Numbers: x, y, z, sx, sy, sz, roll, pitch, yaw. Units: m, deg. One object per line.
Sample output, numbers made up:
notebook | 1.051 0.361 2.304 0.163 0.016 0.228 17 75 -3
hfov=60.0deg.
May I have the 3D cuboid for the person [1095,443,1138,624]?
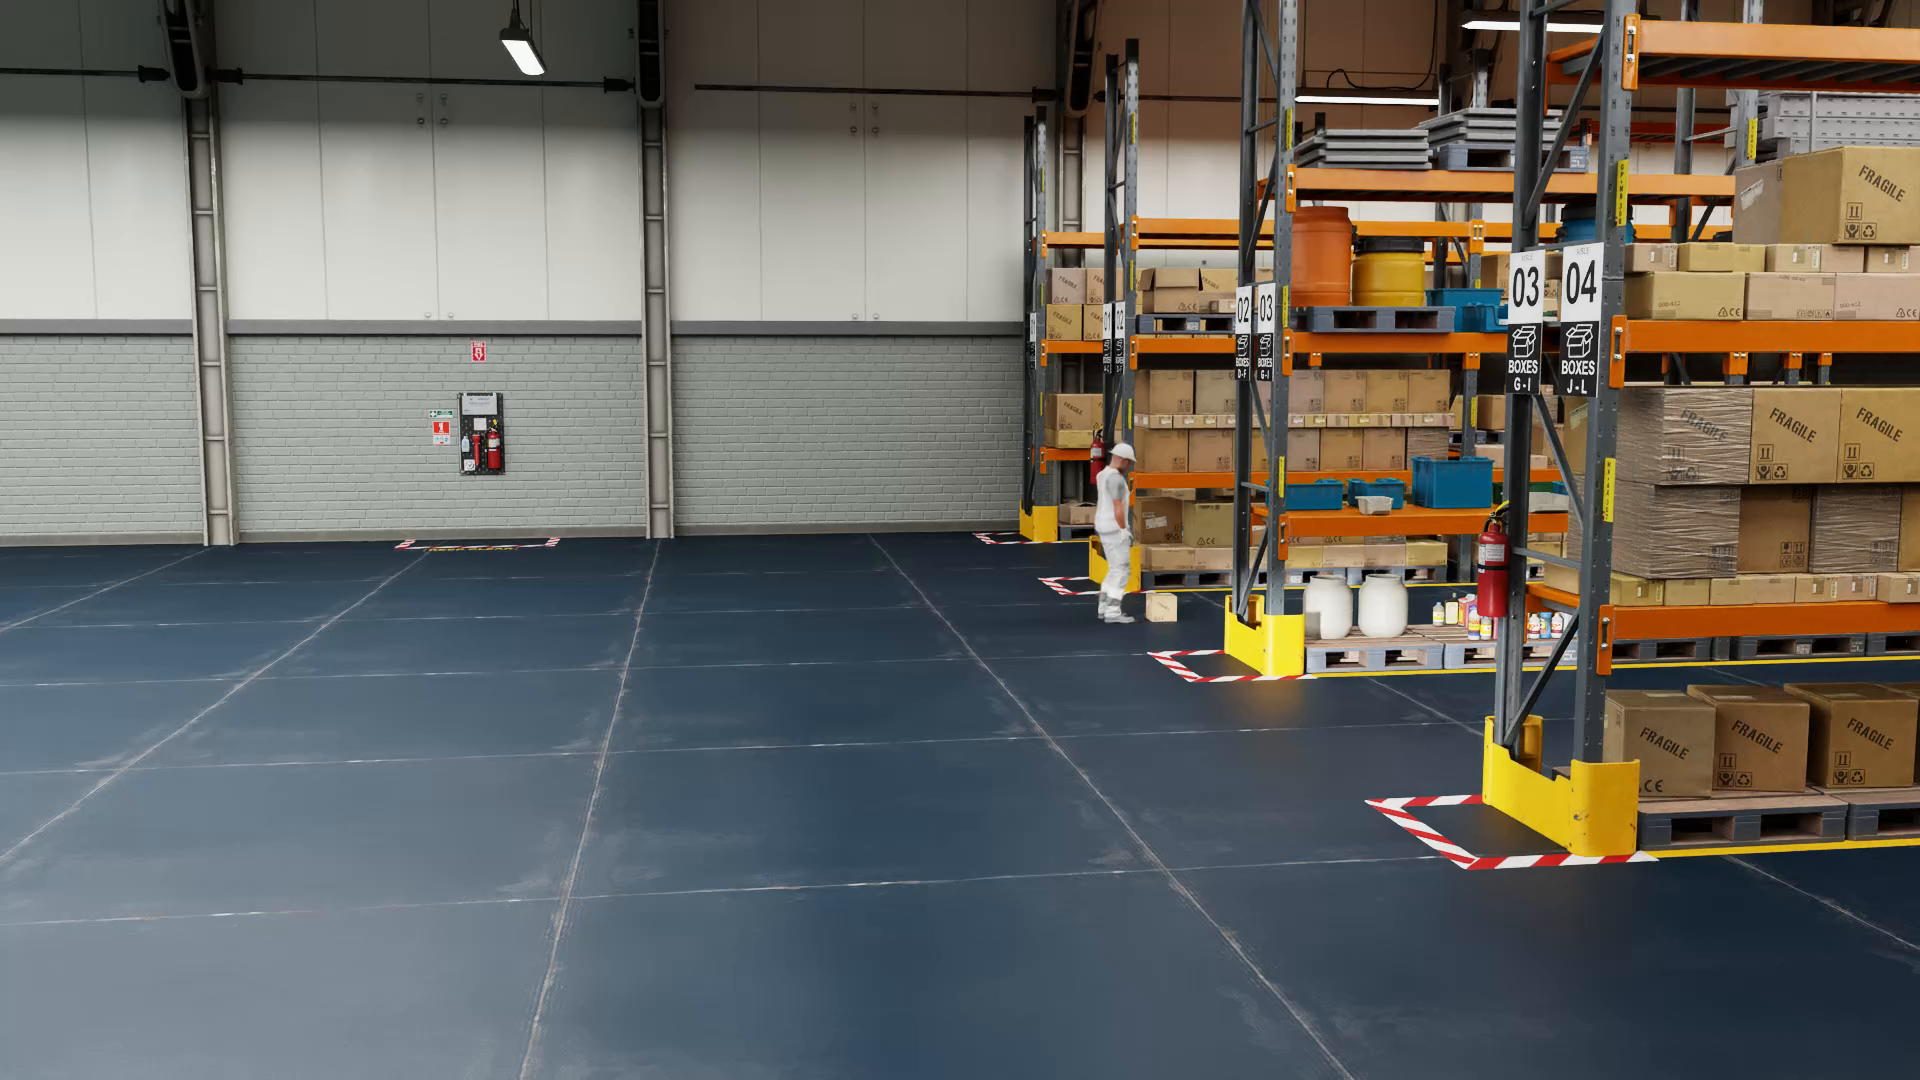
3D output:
person | 1.544 -0.074 16.406 0.413 1.757 0.536 -1 6 -7
